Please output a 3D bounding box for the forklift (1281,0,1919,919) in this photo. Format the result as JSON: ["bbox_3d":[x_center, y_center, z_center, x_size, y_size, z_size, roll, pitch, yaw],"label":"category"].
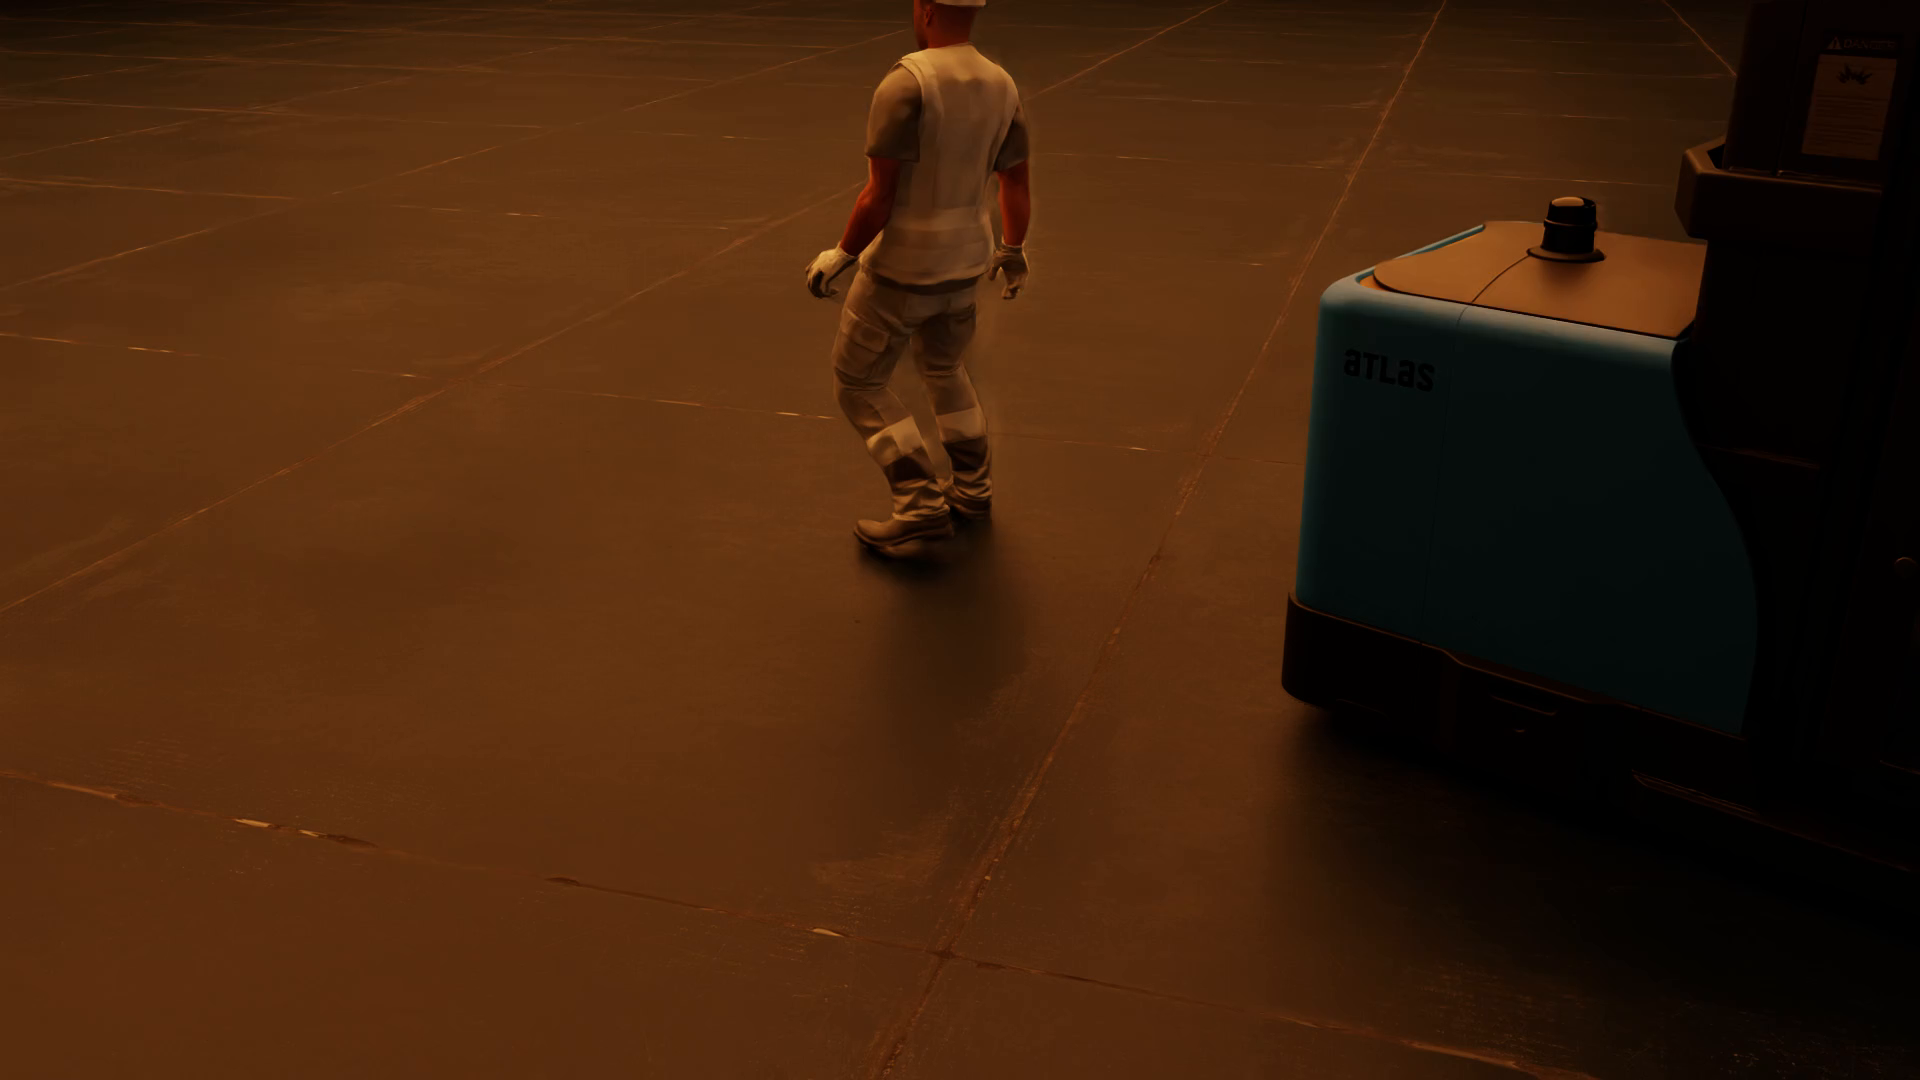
[{"bbox_3d":[2.246,-0.713,3.006,3.031,2.935,1.130,17,28,36],"label":"forklift"}]

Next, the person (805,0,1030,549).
[{"bbox_3d":[-0.098,-0.827,4.878,0.782,1.729,0.470,-20,30,-40],"label":"person"}]
